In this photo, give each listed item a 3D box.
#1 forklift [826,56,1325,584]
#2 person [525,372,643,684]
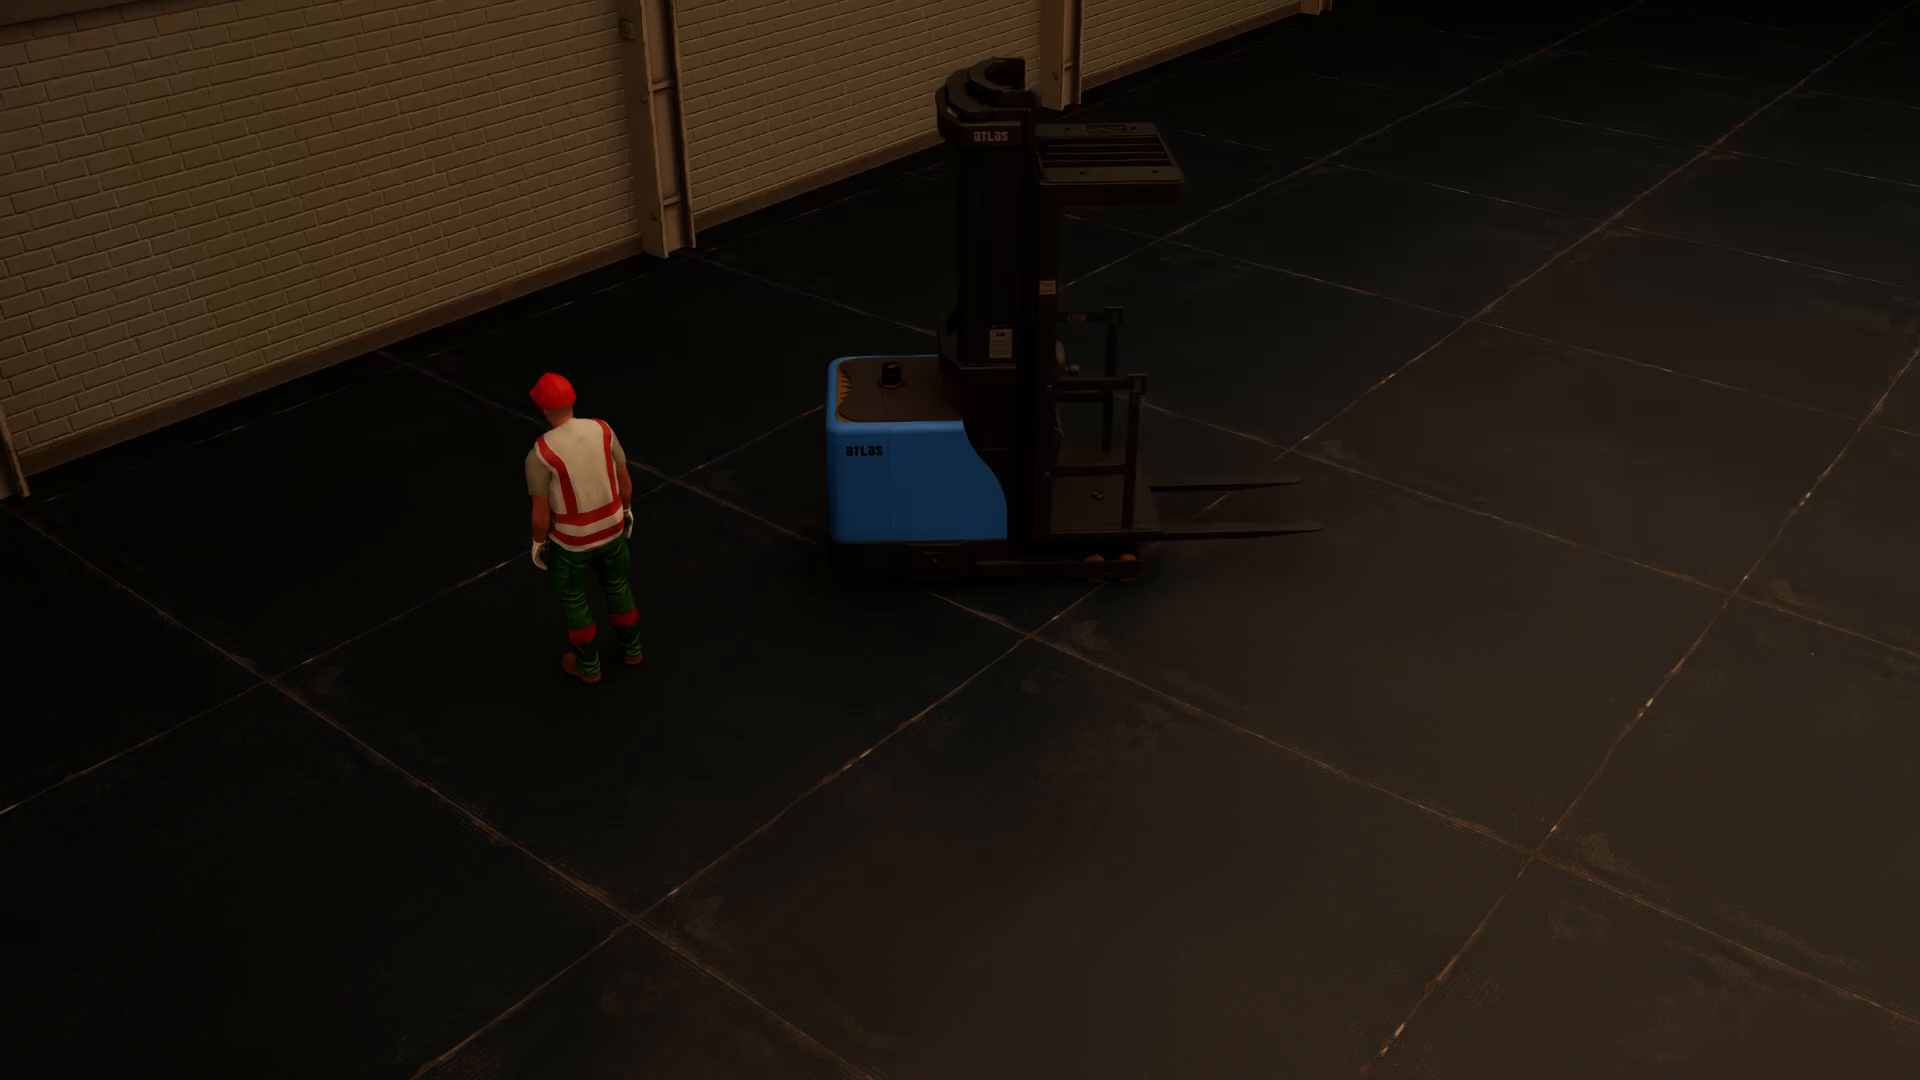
[{"bbox_3d":[0.708,-1.273,9.774,3.031,2.935,1.130,-1,30,-2],"label":"forklift"},{"bbox_3d":[-2.006,-0.056,8.837,0.611,1.778,0.451,-23,37,-33],"label":"person"}]
